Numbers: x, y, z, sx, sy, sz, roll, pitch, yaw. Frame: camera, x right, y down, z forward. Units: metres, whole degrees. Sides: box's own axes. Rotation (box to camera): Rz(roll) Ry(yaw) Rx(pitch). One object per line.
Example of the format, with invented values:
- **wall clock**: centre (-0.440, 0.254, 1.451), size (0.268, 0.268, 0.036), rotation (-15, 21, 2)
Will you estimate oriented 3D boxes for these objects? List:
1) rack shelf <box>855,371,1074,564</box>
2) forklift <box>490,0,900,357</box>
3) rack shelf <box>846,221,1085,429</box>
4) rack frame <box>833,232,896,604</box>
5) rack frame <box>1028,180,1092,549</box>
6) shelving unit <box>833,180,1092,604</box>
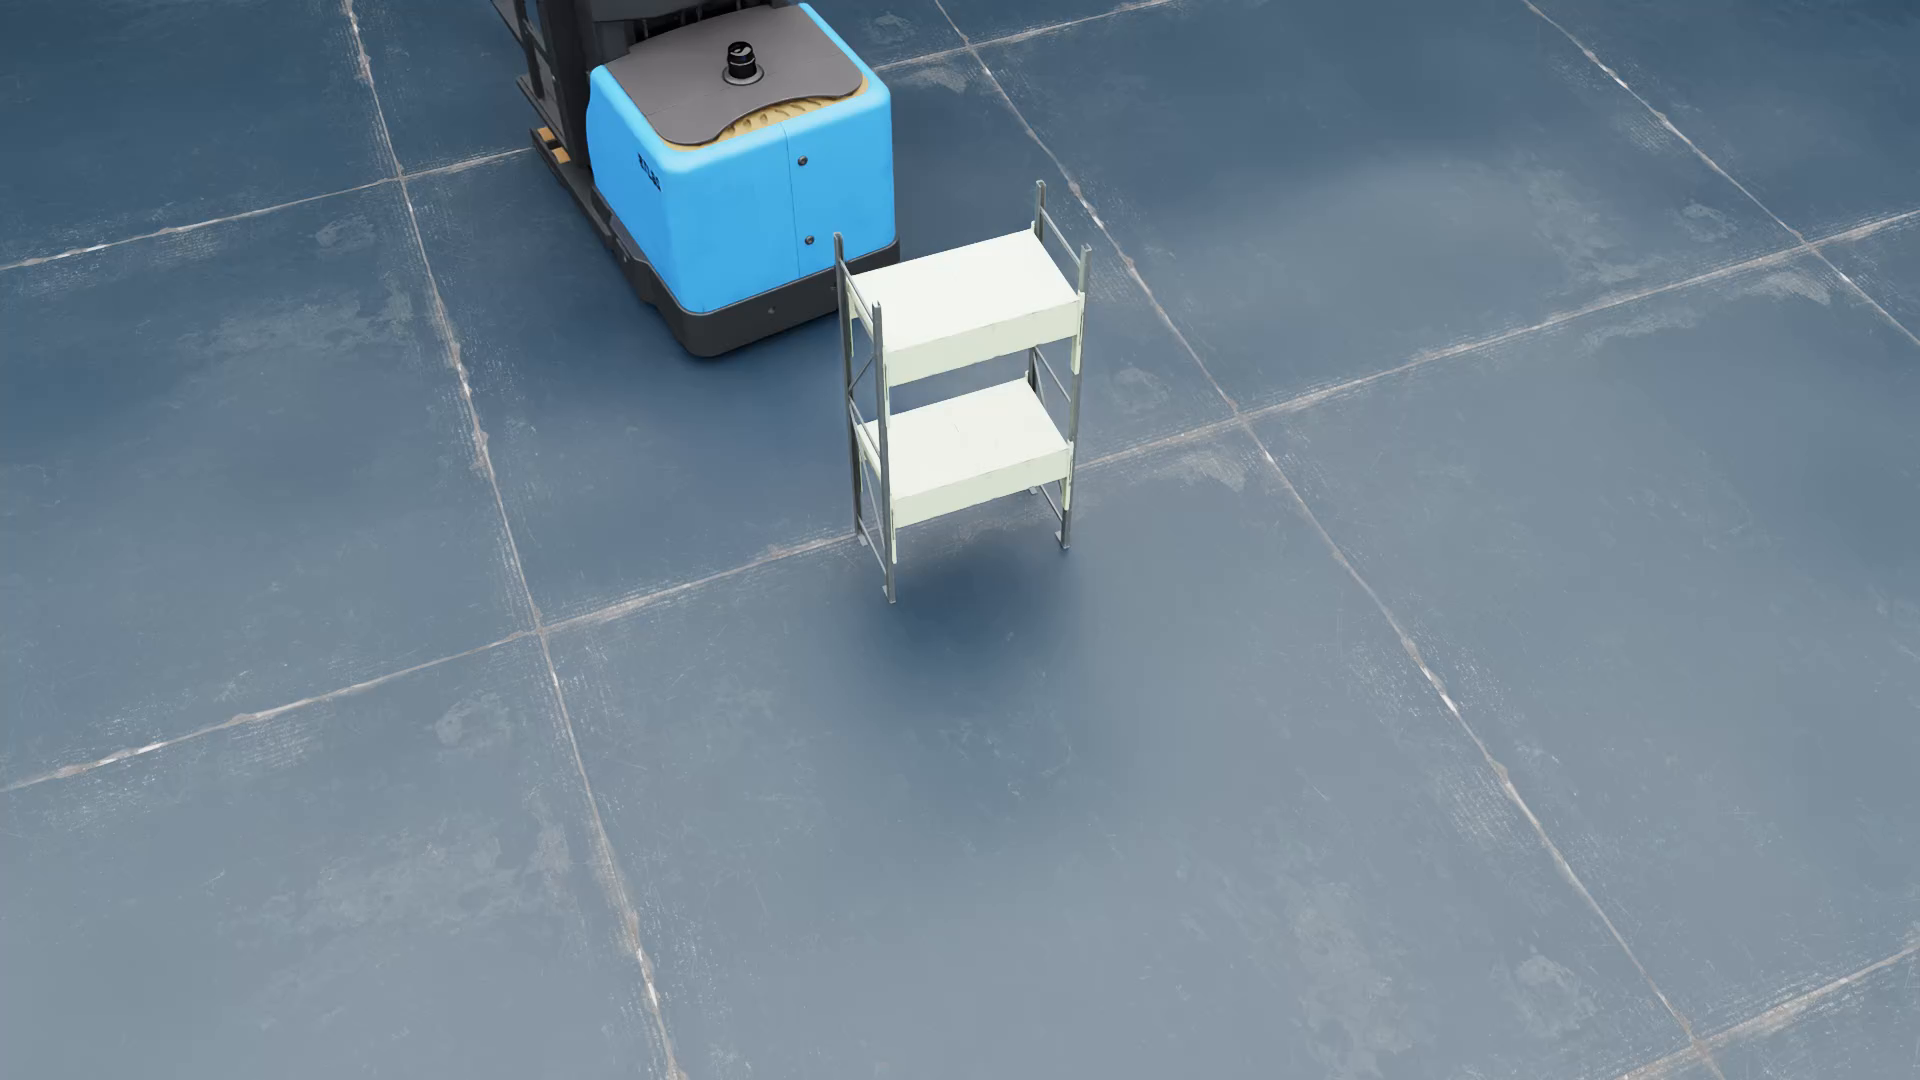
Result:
- **rack shelf**: centre (0.006, -0.278, 6.271), size (0.720, 0.370, 0.431), rotation (-17, 52, -14)
- **forklift**: centre (-1.446, -2.859, 7.114), size (1.130, 2.935, 3.031), rotation (-24, 53, -19)
- **rack shelf**: centre (0.006, -0.745, 5.727), size (0.720, 0.370, 0.431), rotation (-17, 52, -14)
- **rack frame**: centre (-0.333, -0.386, 5.933), size (0.023, 1.500, 0.400), rotation (-17, 52, -14)
- **rack frame**: centre (0.345, -0.596, 6.114), size (0.023, 1.500, 0.400), rotation (-17, 52, -14)
- **shelving unit**: centre (0.006, -0.491, 6.023), size (0.755, 1.500, 0.431), rotation (-17, 52, -14)
